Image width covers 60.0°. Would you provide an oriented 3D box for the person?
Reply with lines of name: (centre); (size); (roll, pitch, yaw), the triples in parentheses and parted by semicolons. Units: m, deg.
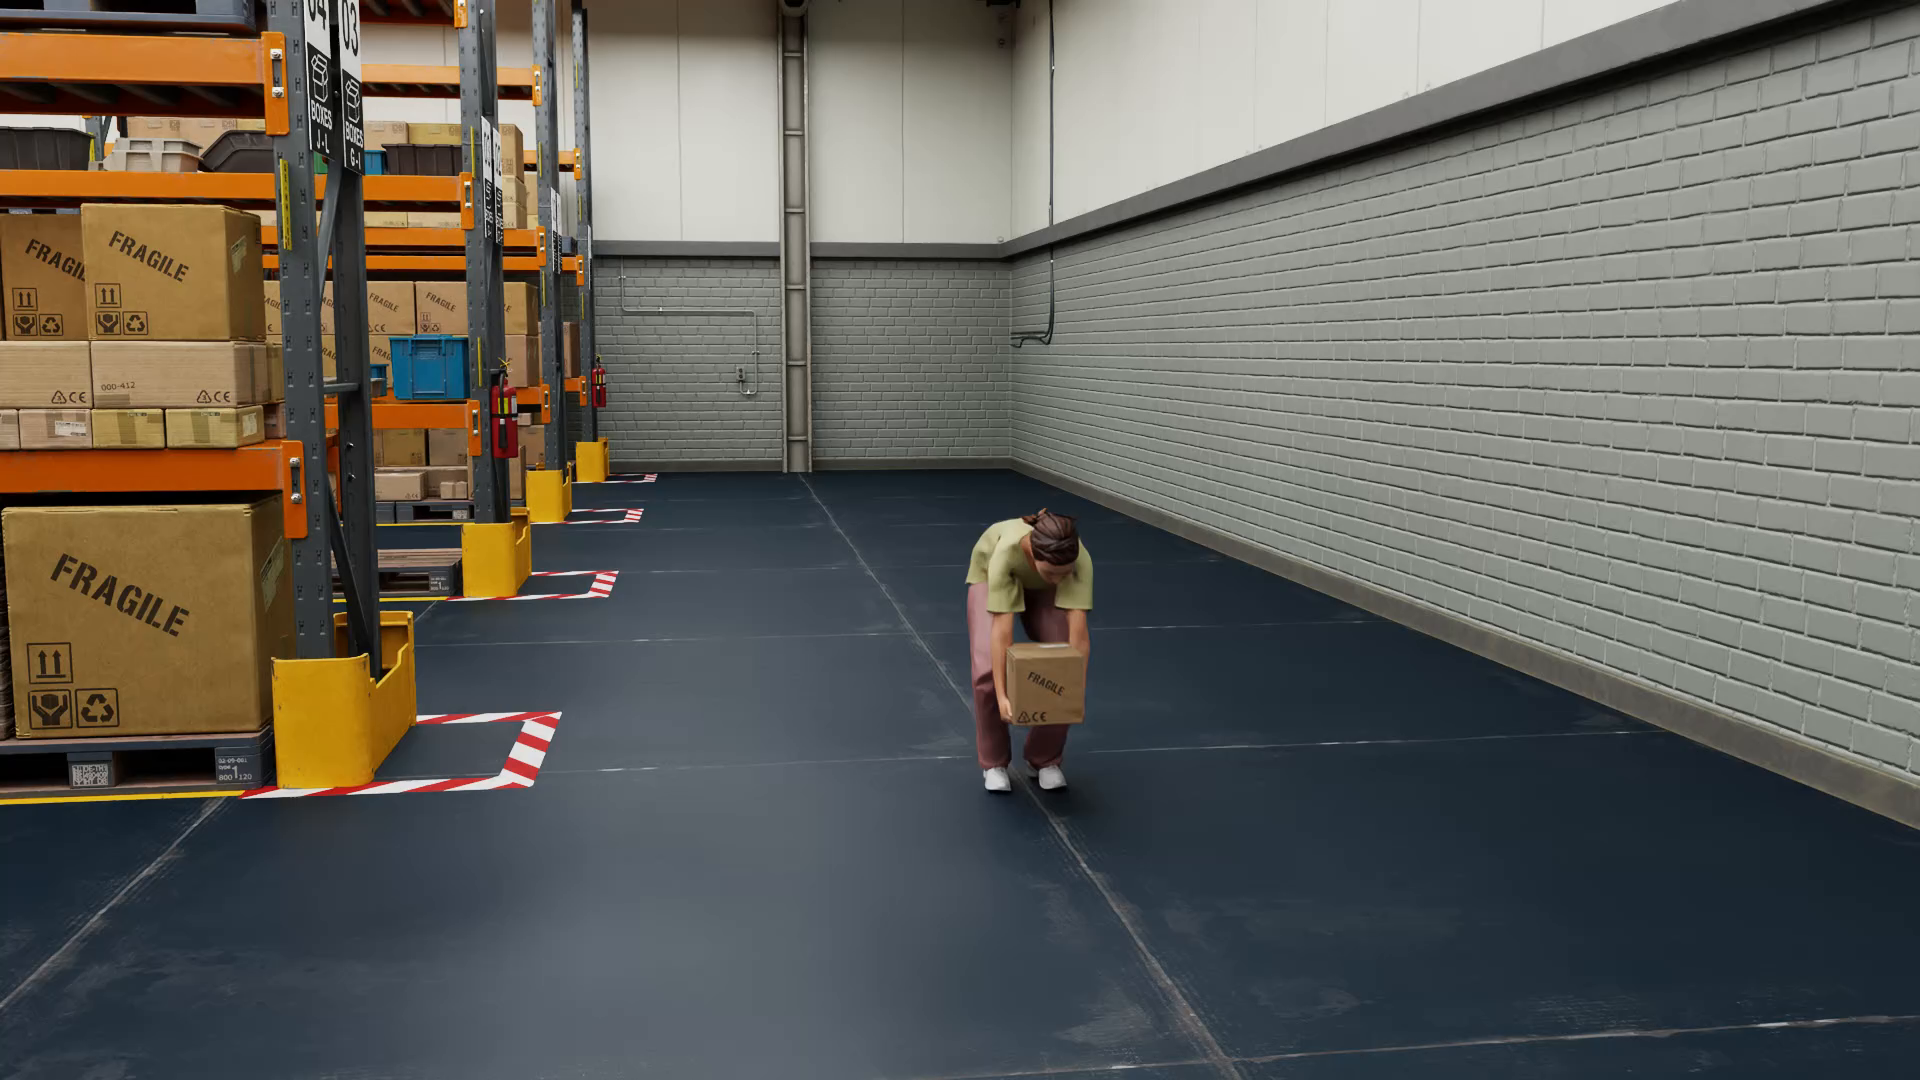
person: (0.265, 0.410, 6.238); (0.436, 1.106, 0.856); (-1, 7, -11)
